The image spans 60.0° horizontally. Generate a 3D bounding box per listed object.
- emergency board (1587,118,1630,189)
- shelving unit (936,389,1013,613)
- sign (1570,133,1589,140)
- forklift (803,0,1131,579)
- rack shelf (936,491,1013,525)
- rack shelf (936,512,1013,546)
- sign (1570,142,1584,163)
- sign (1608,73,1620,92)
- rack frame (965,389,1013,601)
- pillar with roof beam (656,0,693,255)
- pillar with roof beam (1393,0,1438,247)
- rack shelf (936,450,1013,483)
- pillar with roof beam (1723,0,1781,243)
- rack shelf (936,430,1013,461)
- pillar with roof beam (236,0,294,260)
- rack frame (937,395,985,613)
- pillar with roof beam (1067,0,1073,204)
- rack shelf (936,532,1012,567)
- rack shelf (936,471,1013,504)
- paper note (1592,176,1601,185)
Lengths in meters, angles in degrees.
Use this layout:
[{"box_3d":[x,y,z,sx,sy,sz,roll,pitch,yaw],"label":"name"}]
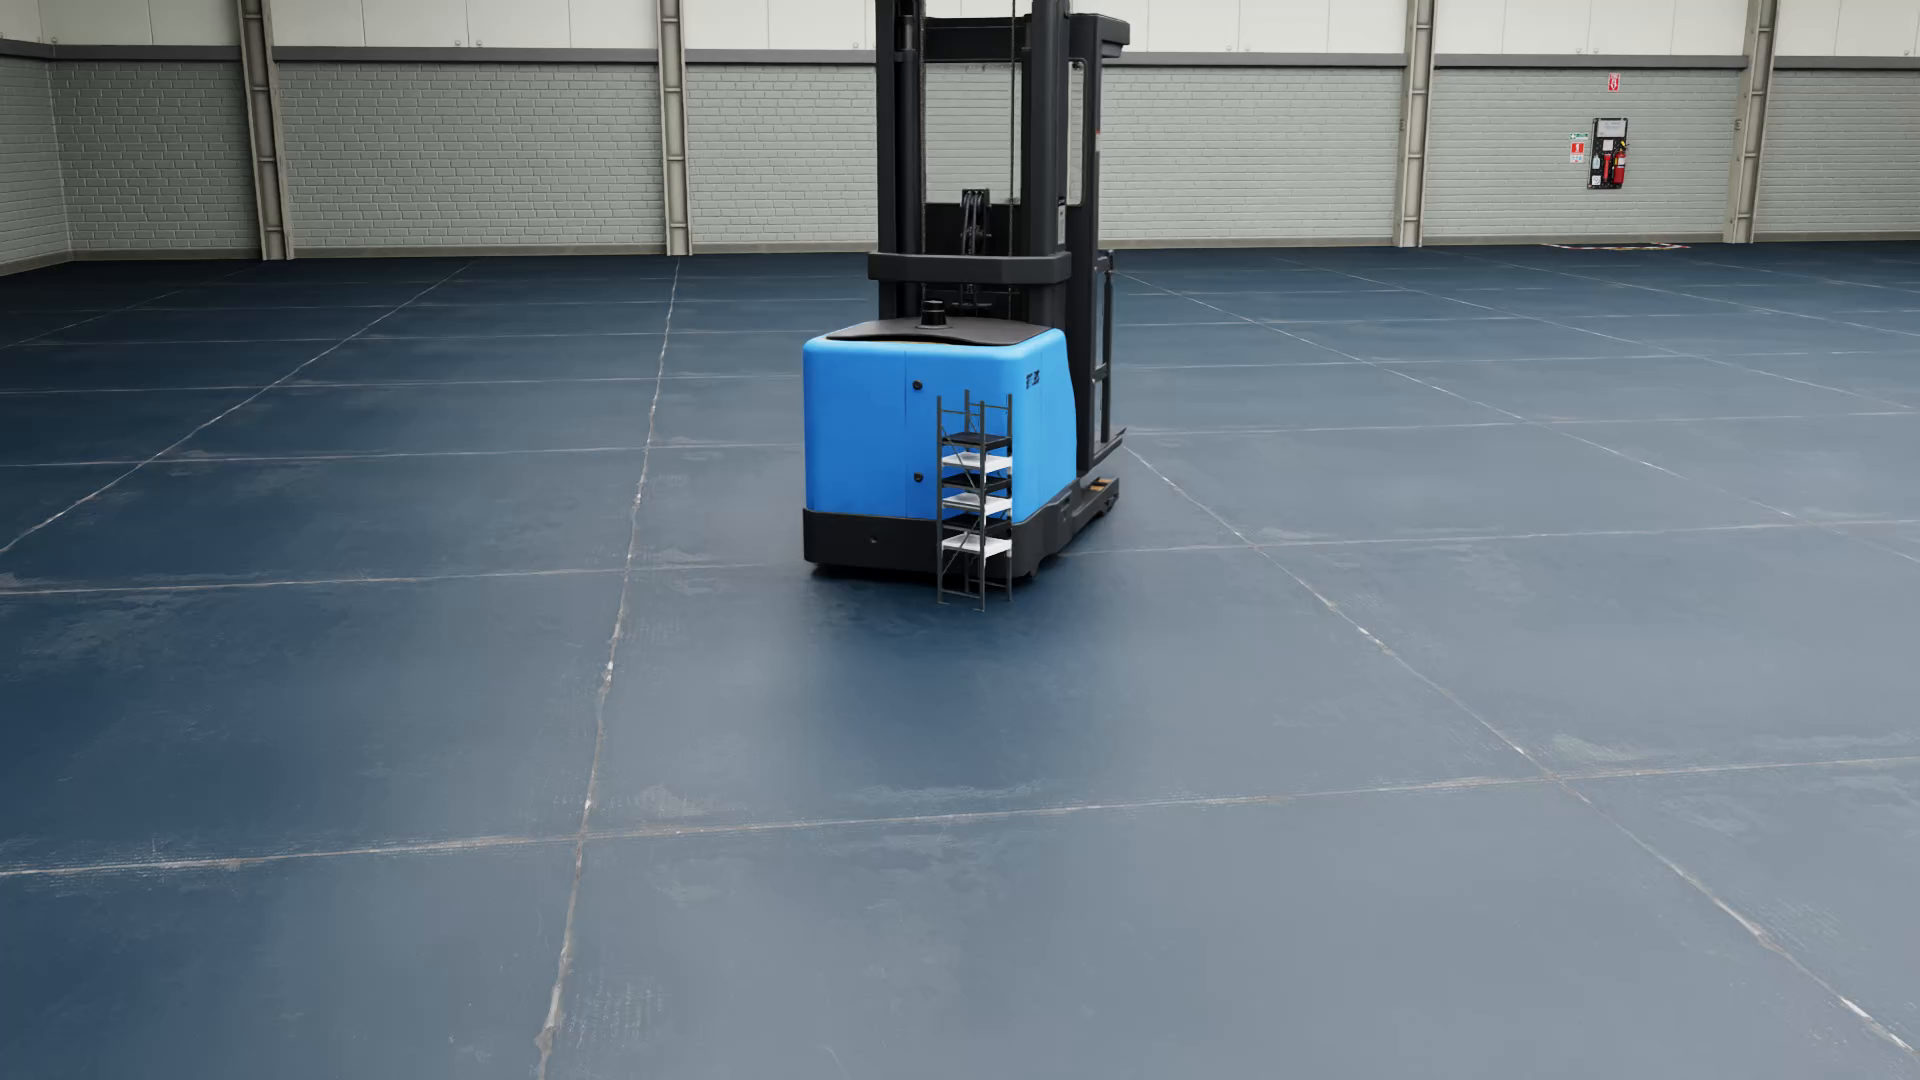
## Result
[{"box_3d":[10.956,-6.503,27.988,0.643,1.169,0.194,-2,14,-8],"label":"emergency board"},{"box_3d":[0.061,-0.169,7.045,0.258,0.900,0.210,10,17,34],"label":"shelving unit"},{"box_3d":[10.399,-6.781,27.930,0.331,0.109,0.001,-2,14,-8],"label":"sign"},{"box_3d":[0.220,-1.566,8.440,1.130,2.935,3.031,4,15,17],"label":"forklift"},{"box_3d":[0.061,-0.136,7.053,0.258,0.077,0.200,10,17,34],"label":"rack shelf"},{"box_3d":[0.061,-0.049,7.075,0.258,0.077,0.200,10,17,34],"label":"rack shelf"},{"box_3d":[10.394,-6.526,28.002,0.234,0.329,0.001,-2,14,-8],"label":"sign"},{"box_3d":[10.933,-7.652,27.800,0.199,0.298,0.001,-2,14,-8],"label":"sign"},{"box_3d":[0.120,-0.189,7.125,0.240,0.900,0.006,10,17,34],"label":"rack frame"},{"box_3d":[-3.753,-7.806,20.848,0.400,9.000,9.100,-2,14,-8],"label":"pillar with roof beam"},{"box_3d":[8.113,-8.241,22.582,0.400,9.000,9.100,-2,14,-8],"label":"pillar with roof beam"},{"box_3d":[0.061,-0.311,7.009,0.258,0.077,0.200,10,17,34],"label":"rack shelf"},{"box_3d":[14.046,-8.458,23.449,0.400,9.000,9.100,-2,14,-8],"label":"pillar with roof beam"},{"box_3d":[0.061,-0.398,6.987,0.258,0.077,0.200,10,17,34],"label":"rack shelf"},{"box_3d":[-9.686,-7.588,19.981,0.400,9.000,9.100,-2,14,-8],"label":"pillar with roof beam"},{"box_3d":[0.003,-0.148,6.964,0.240,0.900,0.006,10,17,34],"label":"rack frame"},{"box_3d":[2.180,-8.023,21.715,0.400,9.000,9.100,-2,14,-8],"label":"pillar with roof beam"},{"box_3d":[0.061,0.038,7.096,0.258,0.077,0.200,10,17,34],"label":"rack shelf"},{"box_3d":[0.061,-0.224,7.031,0.258,0.077,0.200,10,17,34],"label":"rack shelf"},{"box_3d":[10.770,-6.086,28.135,0.142,0.148,0.016,-2,14,-8],"label":"paper note"}]
